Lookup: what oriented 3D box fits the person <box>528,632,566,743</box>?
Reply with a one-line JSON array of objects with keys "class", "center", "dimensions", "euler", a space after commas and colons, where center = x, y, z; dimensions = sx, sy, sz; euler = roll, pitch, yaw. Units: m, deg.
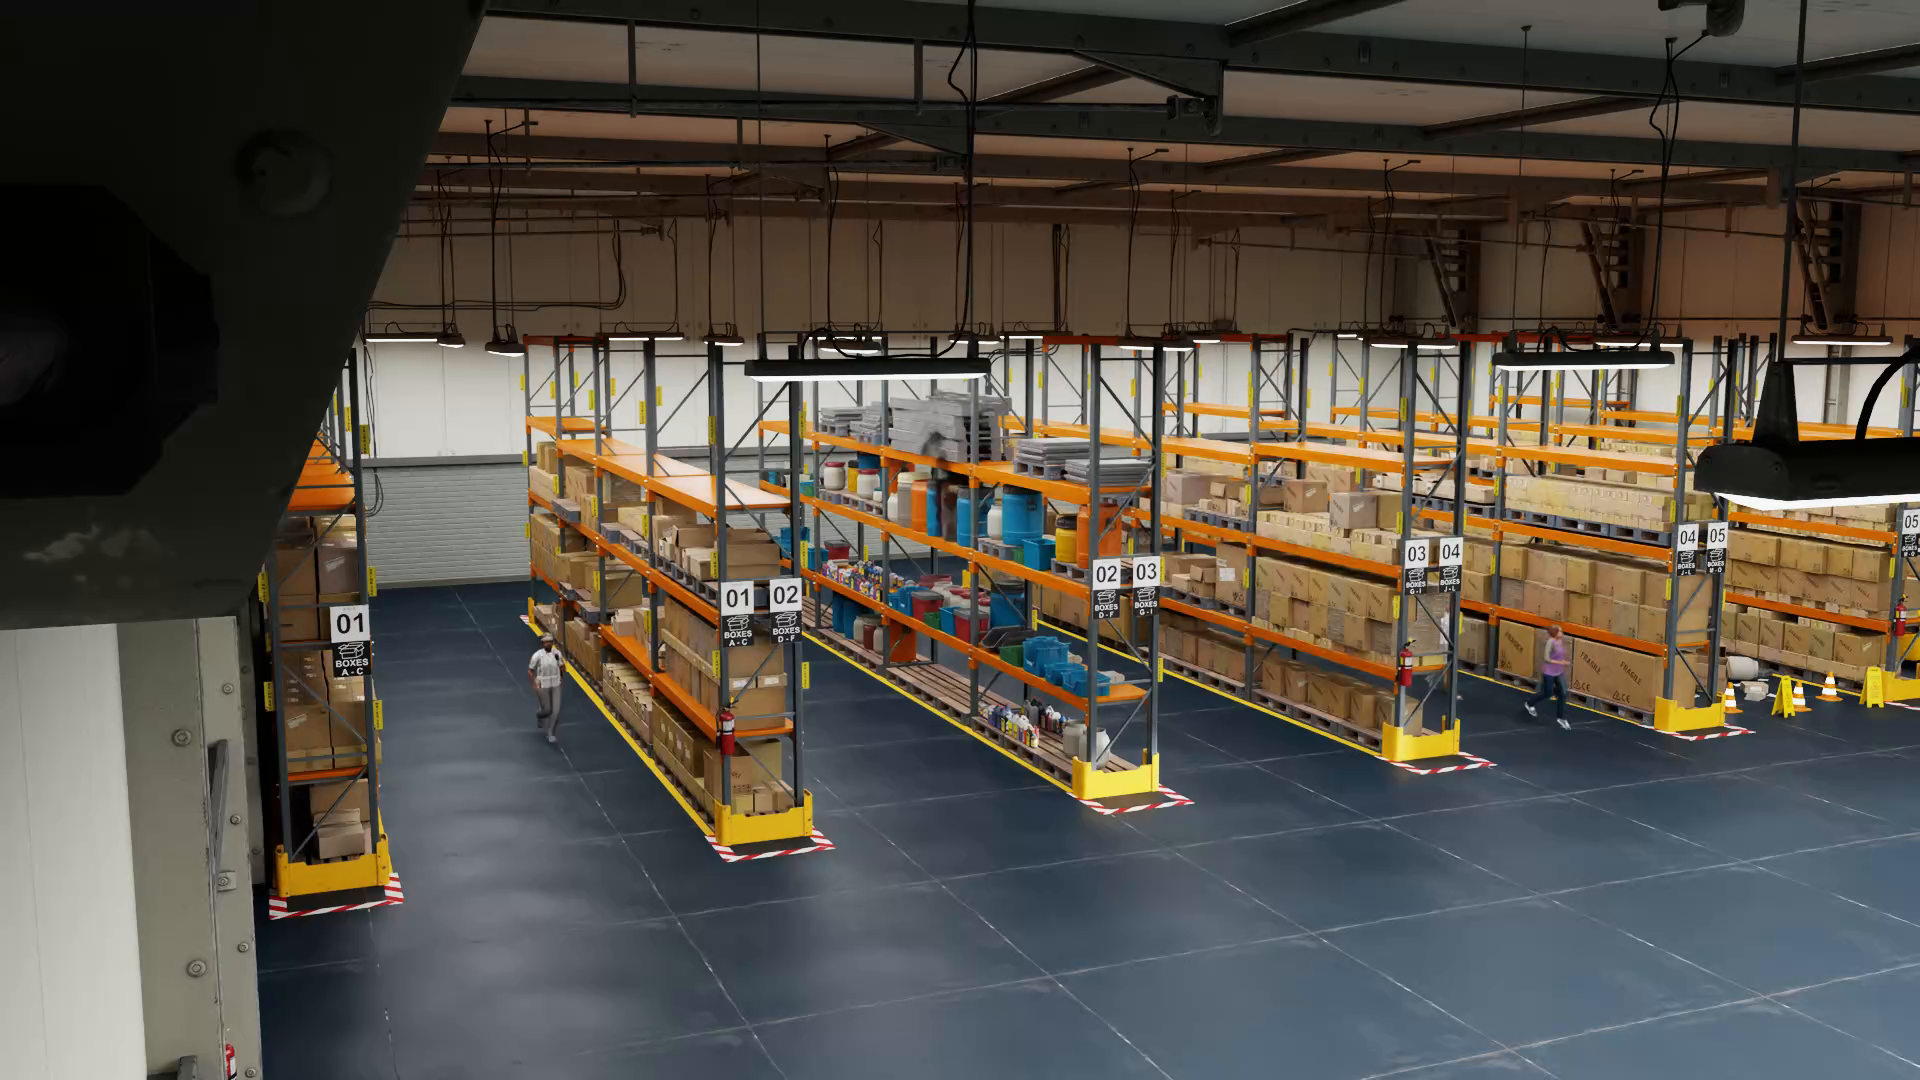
[{"class": "person", "center": [-6.214, 2.195, 25.100], "dimensions": [0.582, 1.665, 0.578], "euler": [-4, 9, -29]}]

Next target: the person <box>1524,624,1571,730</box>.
[{"class": "person", "center": [9.213, 2.110, 25.983], "dimensions": [0.569, 1.641, 0.826], "euler": [-6, 10, -39]}]

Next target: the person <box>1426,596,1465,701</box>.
[{"class": "person", "center": [8.159, 1.770, 27.886], "dimensions": [0.604, 1.705, 0.892], "euler": [-5, 9, -32]}]
